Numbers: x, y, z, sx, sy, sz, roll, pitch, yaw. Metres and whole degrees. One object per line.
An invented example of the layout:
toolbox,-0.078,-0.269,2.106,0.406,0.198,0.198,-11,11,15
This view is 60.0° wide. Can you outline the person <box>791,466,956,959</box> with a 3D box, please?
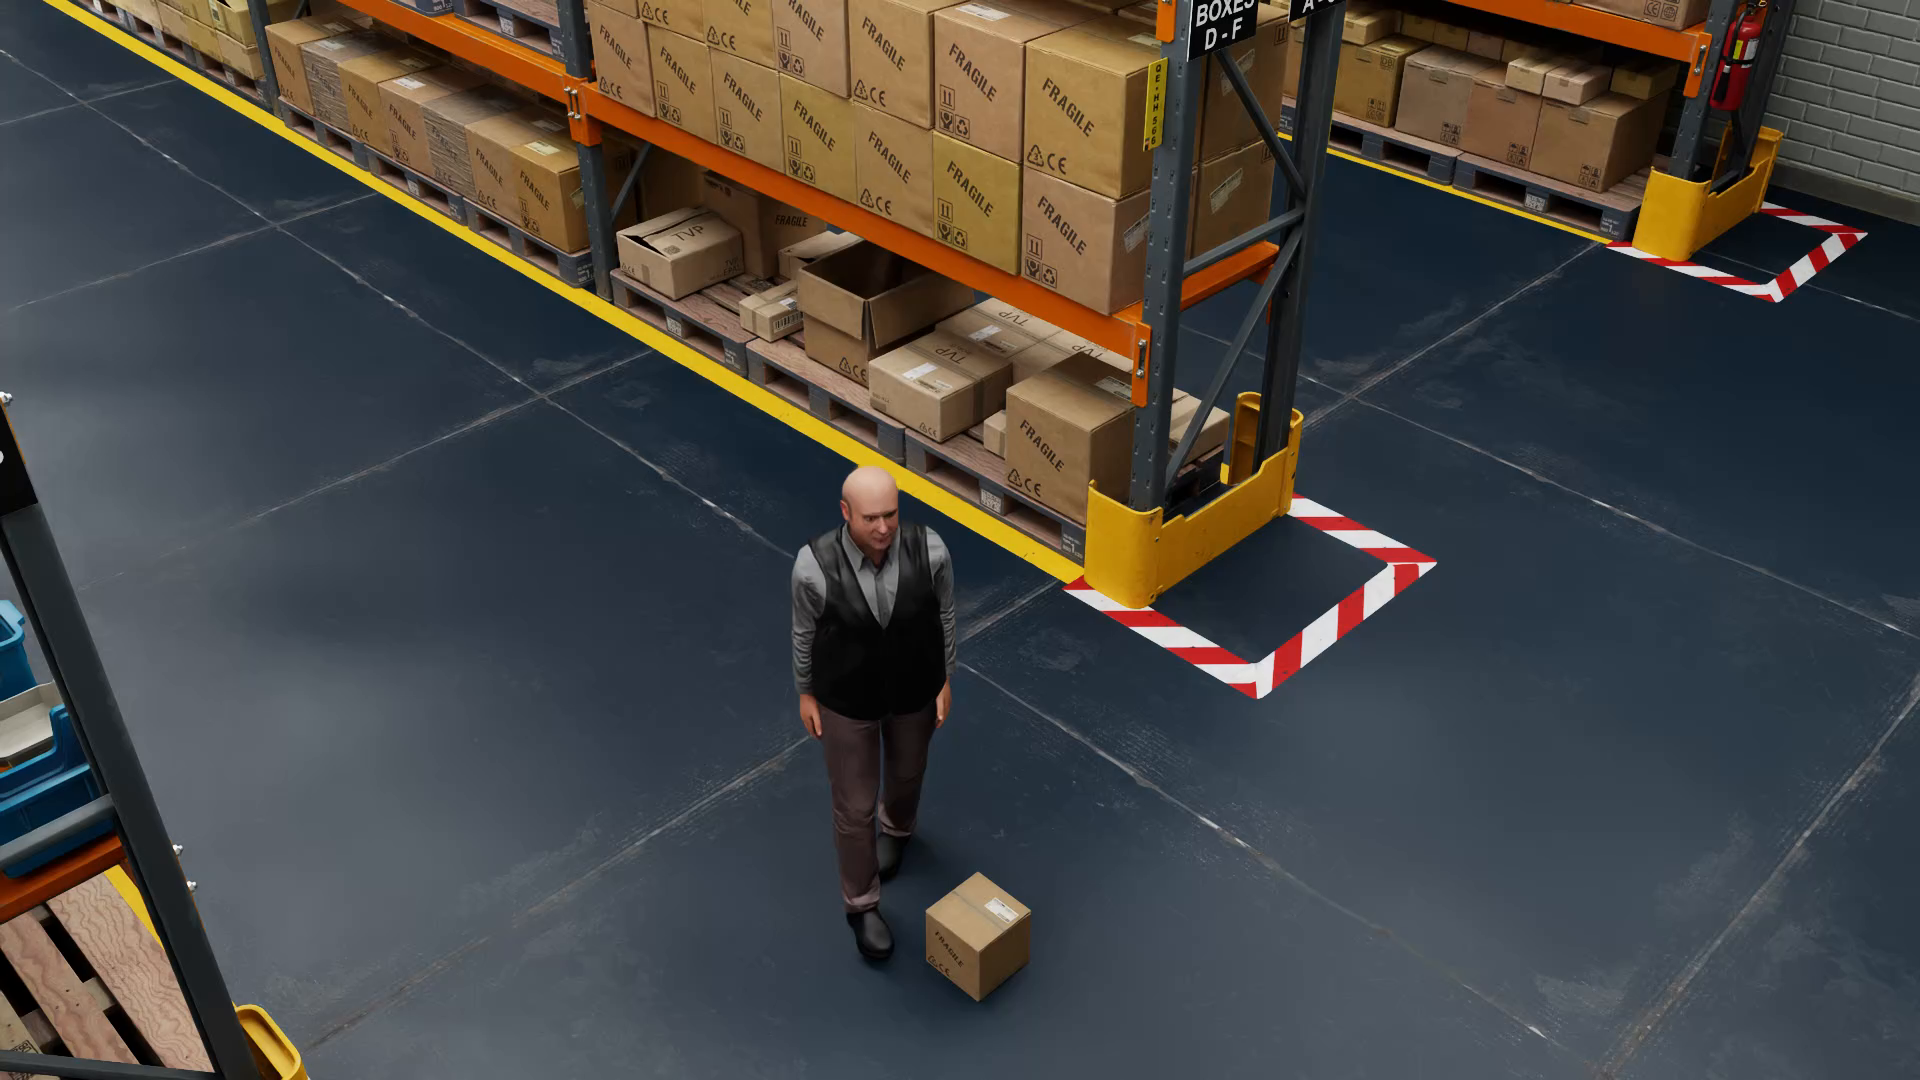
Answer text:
person,-0.246,0.546,5.389,0.538,1.716,0.670,-9,36,-13
